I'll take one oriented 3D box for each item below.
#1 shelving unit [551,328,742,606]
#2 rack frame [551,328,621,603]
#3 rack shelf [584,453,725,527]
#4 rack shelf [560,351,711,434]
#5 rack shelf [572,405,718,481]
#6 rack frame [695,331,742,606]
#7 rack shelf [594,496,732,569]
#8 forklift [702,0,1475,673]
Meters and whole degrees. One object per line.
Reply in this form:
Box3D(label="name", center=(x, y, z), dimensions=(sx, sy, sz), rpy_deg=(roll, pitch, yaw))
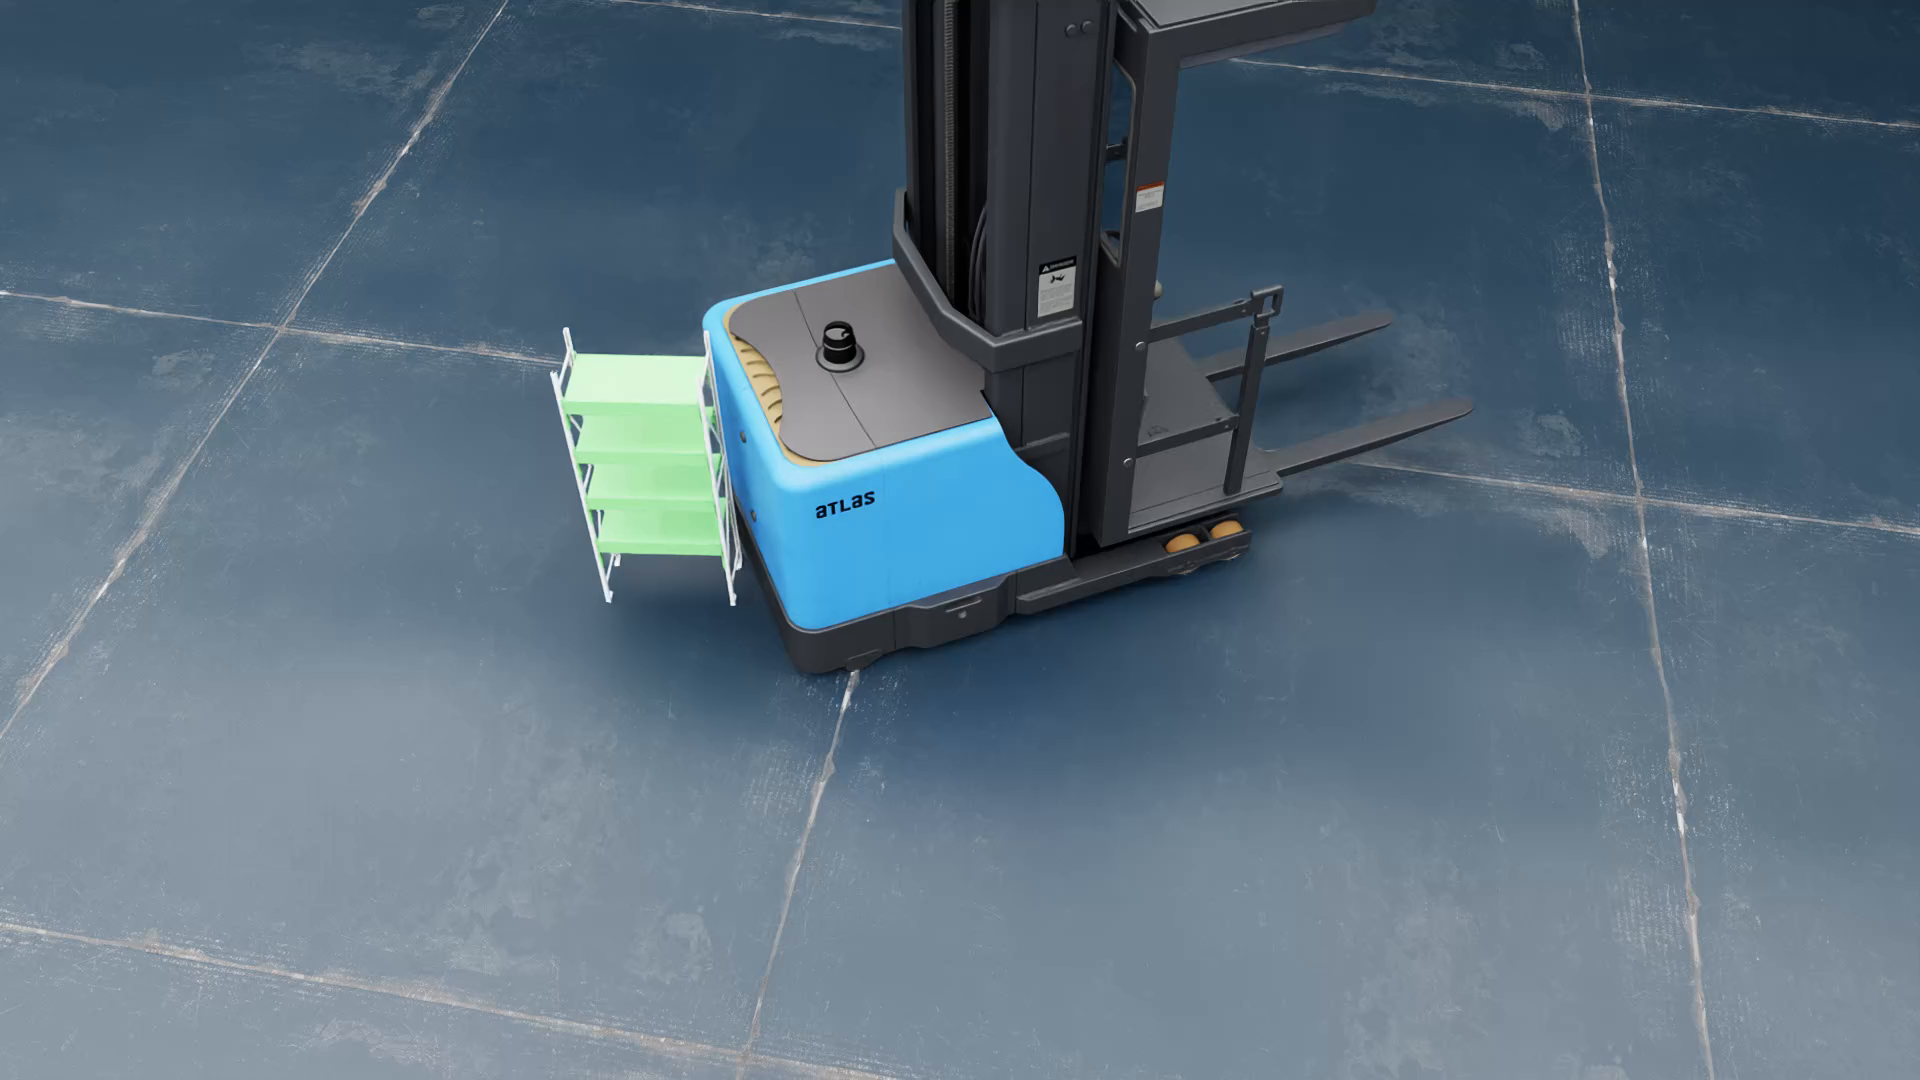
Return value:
Box3D(label="shelving unit", center=(-1.126, -0.239, 6.130), dimensions=(0.503, 1.200, 0.258), rpy_deg=(1, 48, 1))
Box3D(label="rack frame", center=(-1.370, -0.245, 6.136), dimensions=(0.015, 1.200, 0.240), rpy_deg=(1, 48, 1))
Box3D(label="rack shelf", center=(-1.126, -0.196, 6.178), dimensions=(0.480, 0.148, 0.258), rpy_deg=(1, 48, 1))
Box3D(label="rack shelf", center=(-1.126, -0.517, 5.821), dimensions=(0.480, 0.148, 0.258), rpy_deg=(1, 48, 1))
Box3D(label="rack shelf", center=(-1.126, -0.357, 5.999), dimensions=(0.480, 0.148, 0.258), rpy_deg=(1, 48, 1))
Box3D(label="rack frame", center=(-0.882, -0.233, 6.125), dimensions=(0.015, 1.200, 0.240), rpy_deg=(1, 48, 1))
Box3D(label="rack shelf", center=(-1.126, -0.036, 6.356), dimensions=(0.480, 0.148, 0.258), rpy_deg=(1, 48, 1))
Box3D(label="forklift", center=(0.616, -1.193, 5.823), dimensions=(3.031, 2.935, 1.130), rpy_deg=(-17, 50, -14))
